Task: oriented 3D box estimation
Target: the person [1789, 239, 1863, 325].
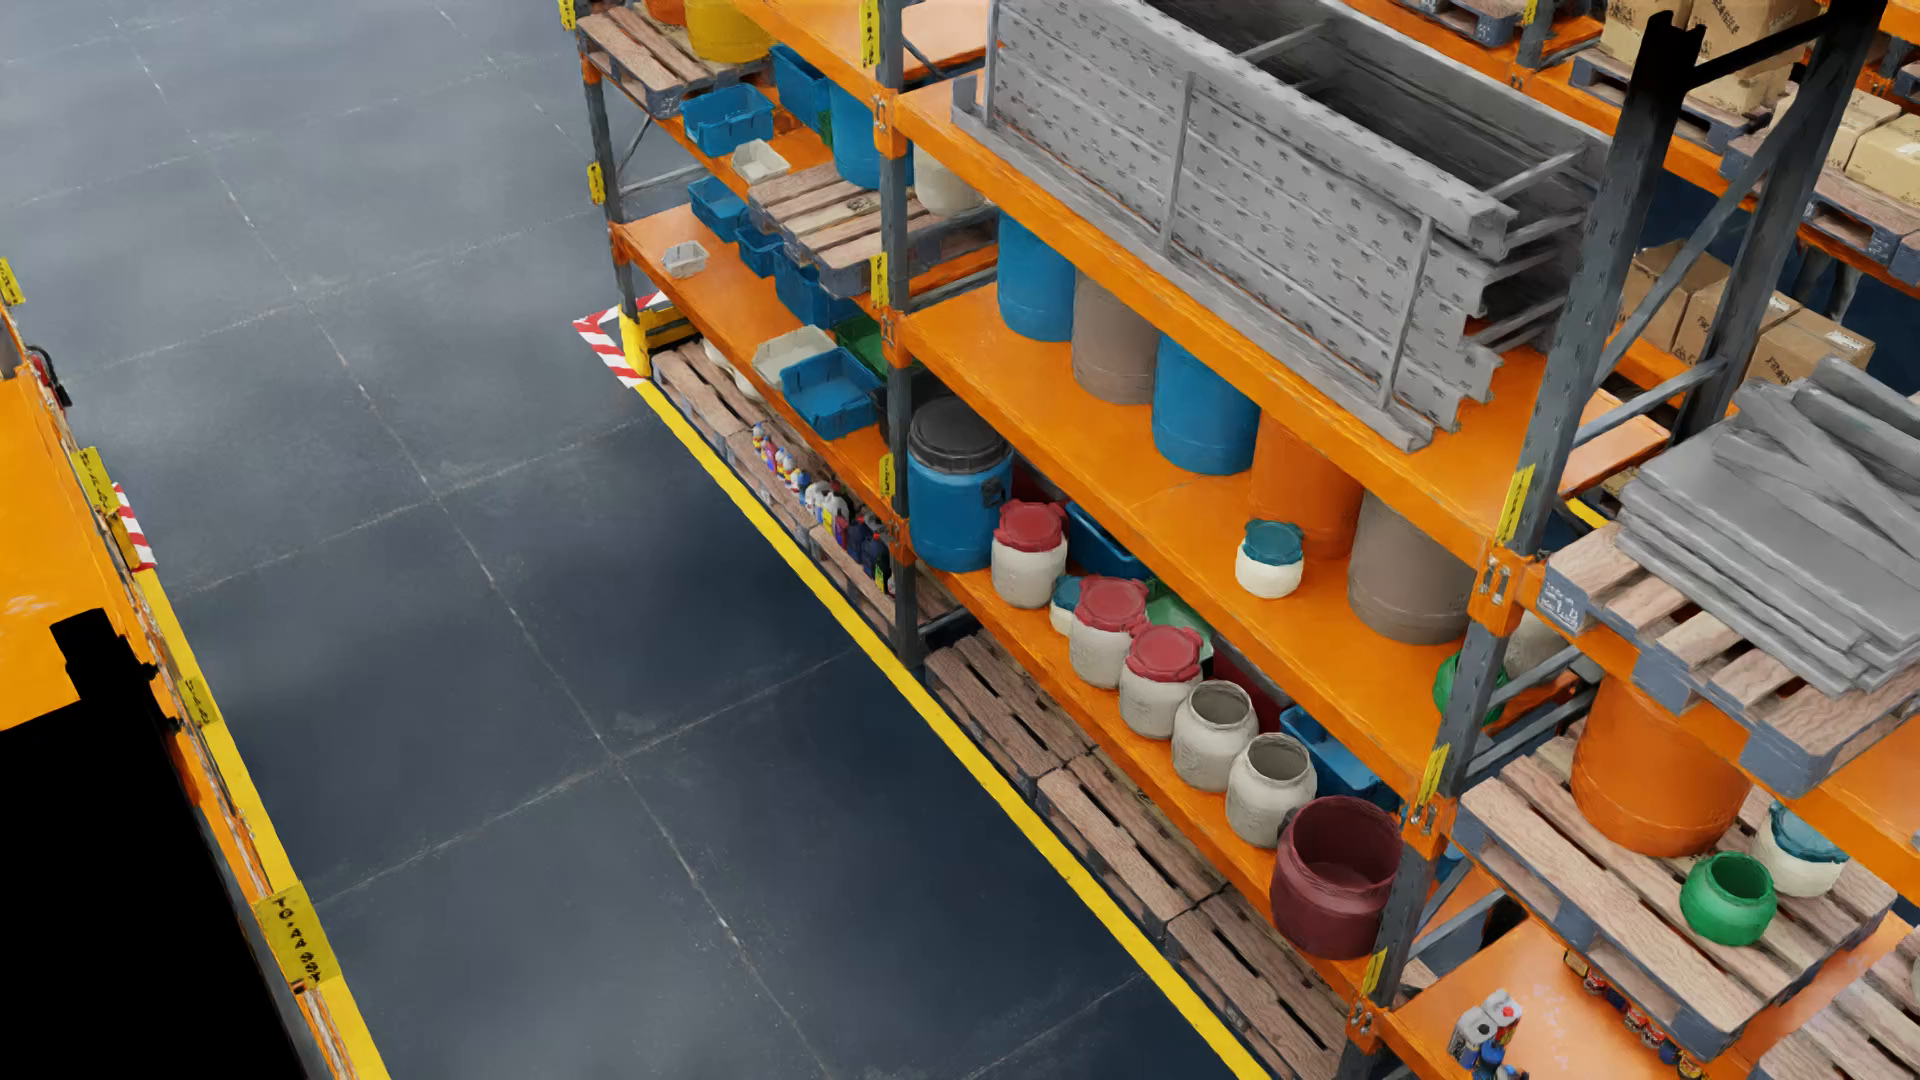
[{"bbox_3d":[6.841,-2.298,12.939,0.627,1.767,0.492,20,46,20],"label":"person"}]
